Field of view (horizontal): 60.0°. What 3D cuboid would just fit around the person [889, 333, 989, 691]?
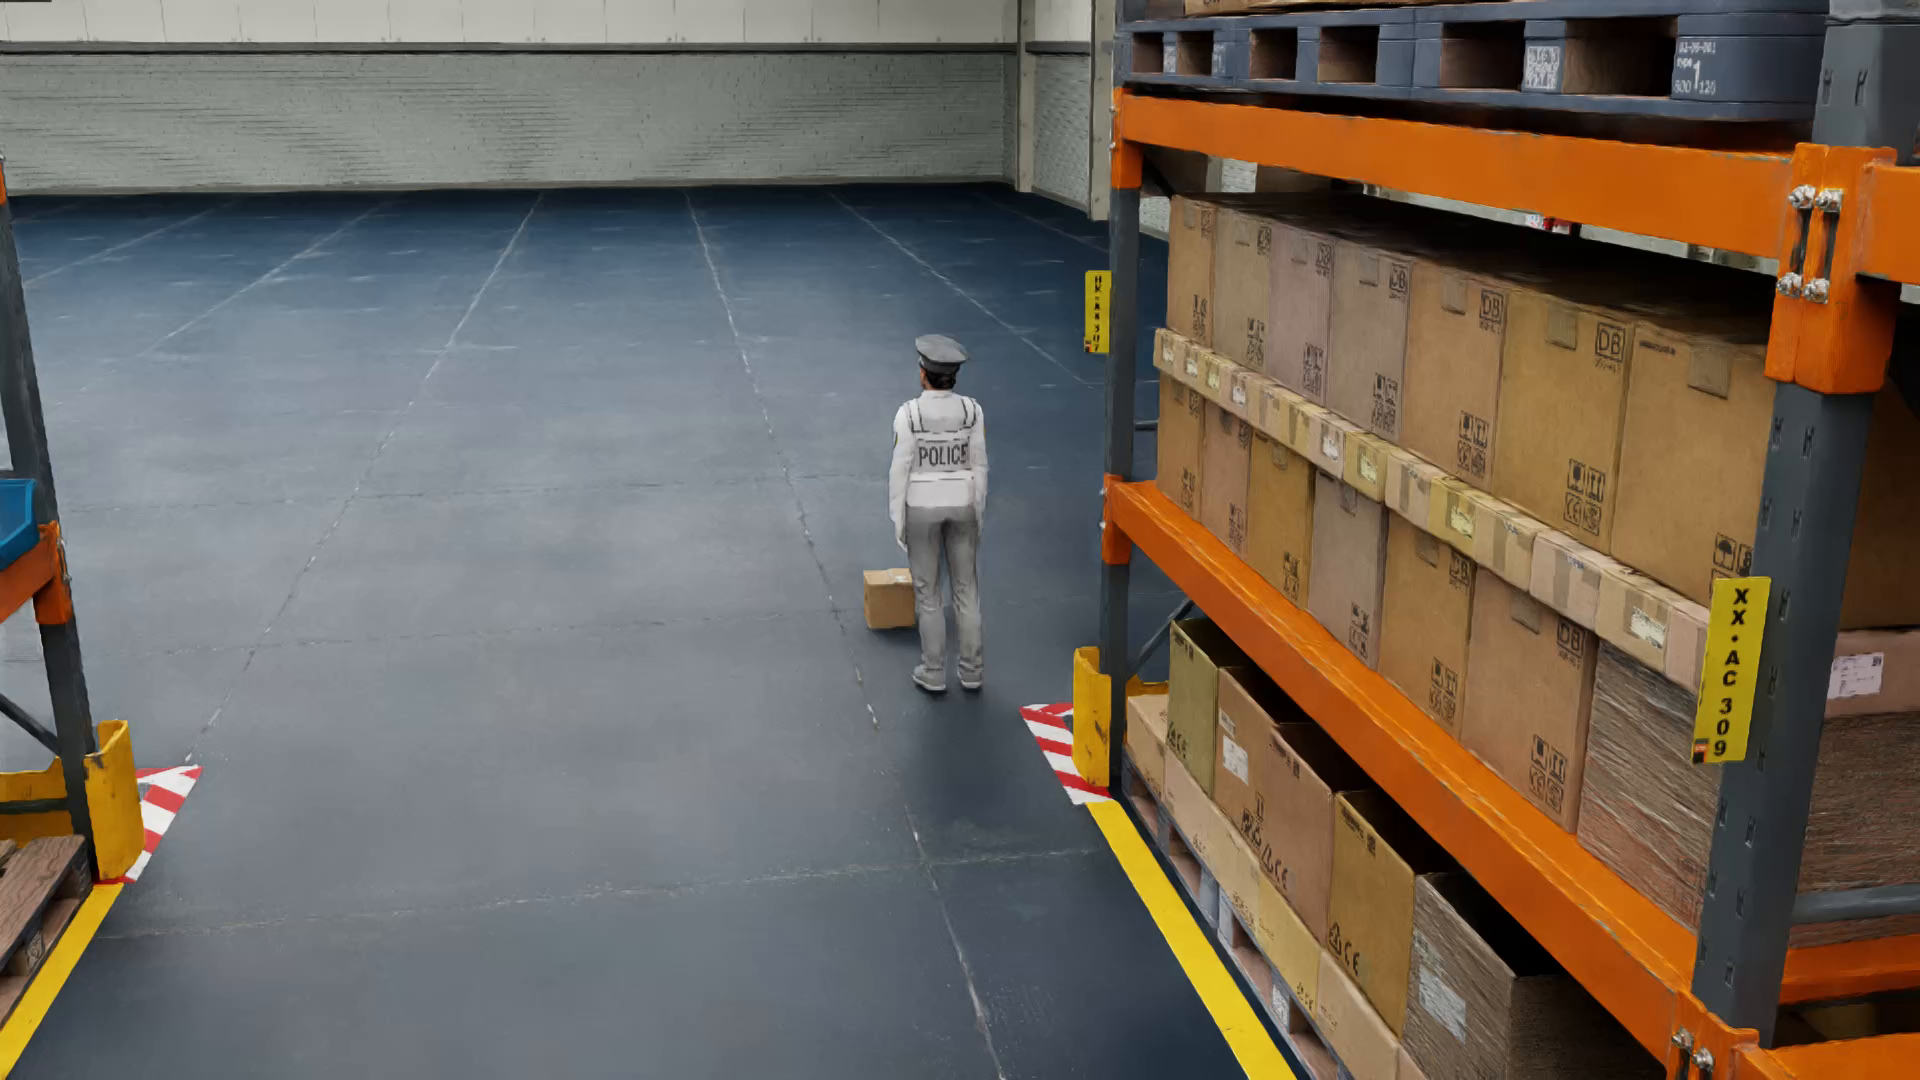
[{"bbox_3d":[-0.101,-0.124,7.865,0.494,1.684,0.386,-5,17,-17],"label":"person"}]
